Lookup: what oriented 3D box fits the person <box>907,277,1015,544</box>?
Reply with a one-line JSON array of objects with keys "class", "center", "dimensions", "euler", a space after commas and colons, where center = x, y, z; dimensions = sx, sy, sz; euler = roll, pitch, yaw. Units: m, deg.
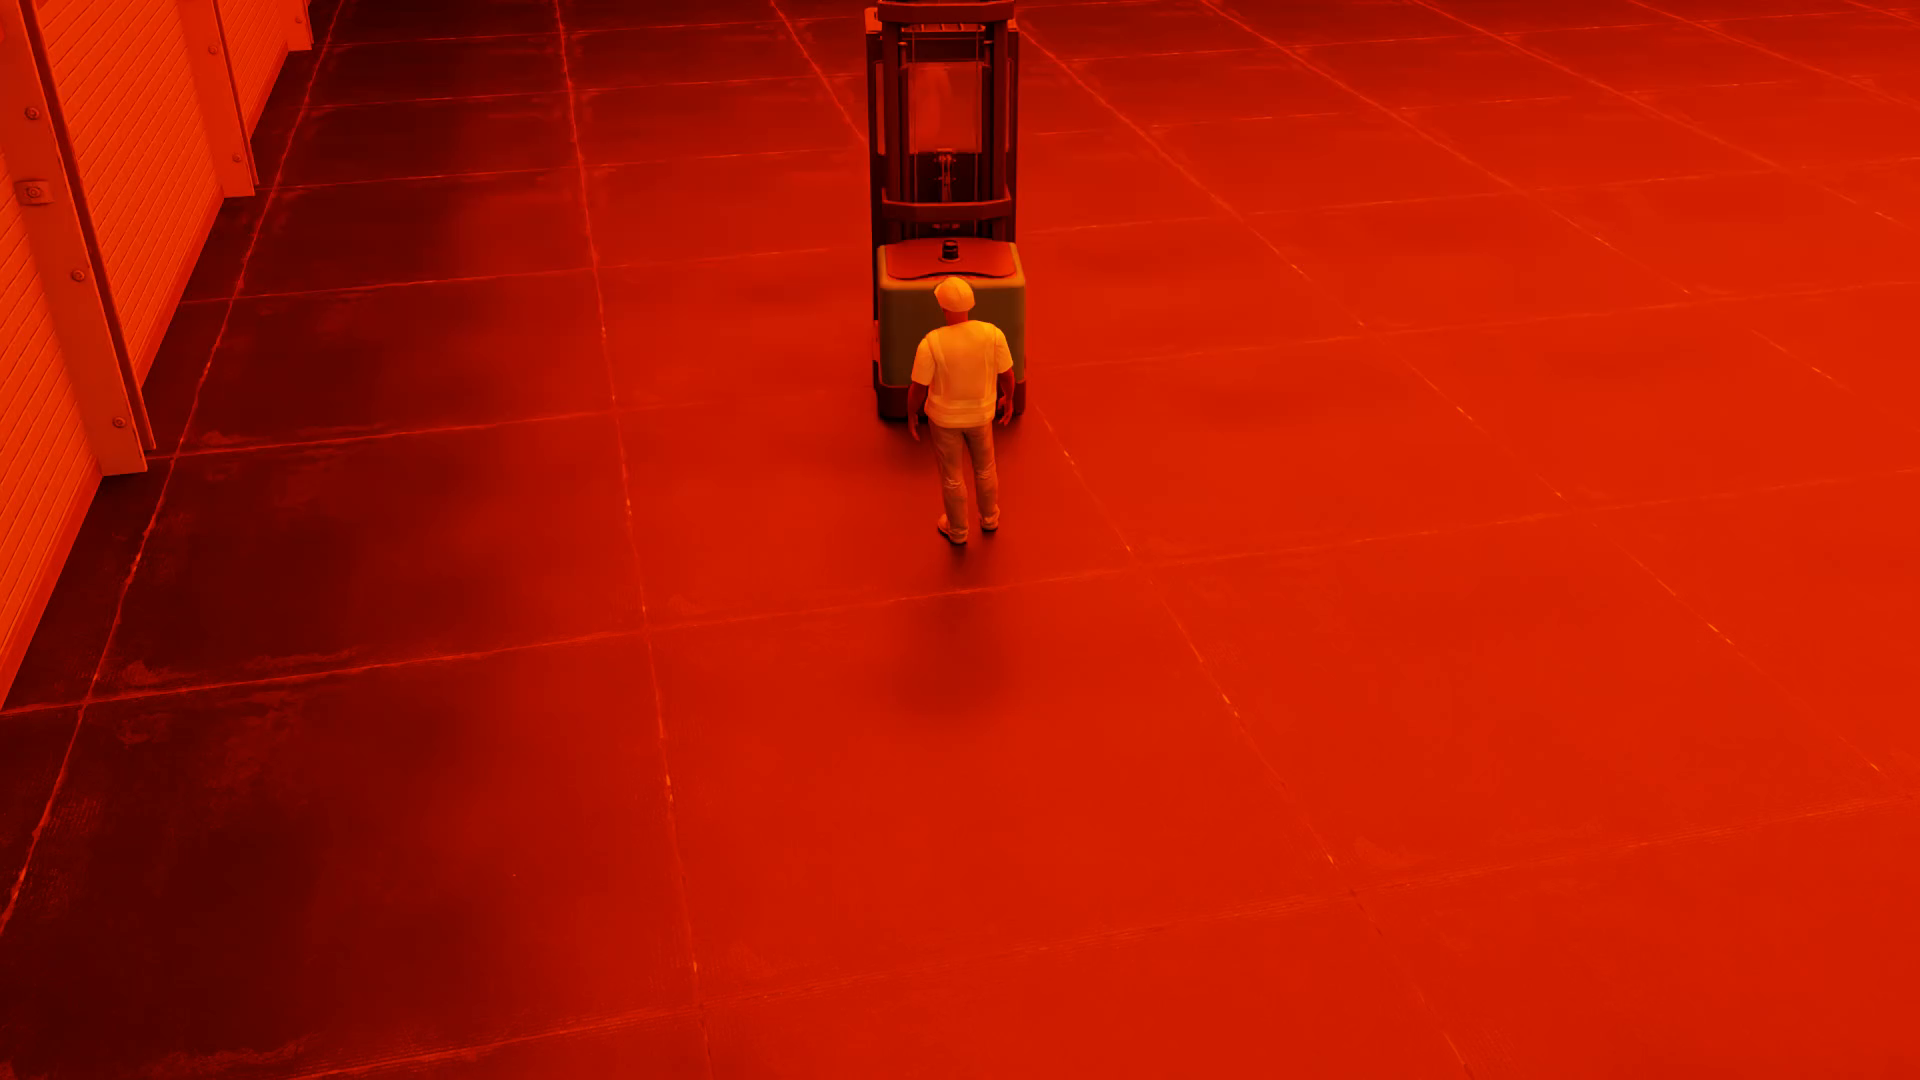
[{"class": "person", "center": [-0.011, -0.806, 10.114], "dimensions": [0.665, 1.768, 0.575], "euler": [-7, 31, -12]}]

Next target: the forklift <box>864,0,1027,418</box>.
[{"class": "forklift", "center": [-0.140, -2.850, 12.497], "dimensions": [1.130, 2.935, 3.031], "euler": [-2, 30, -3]}]
